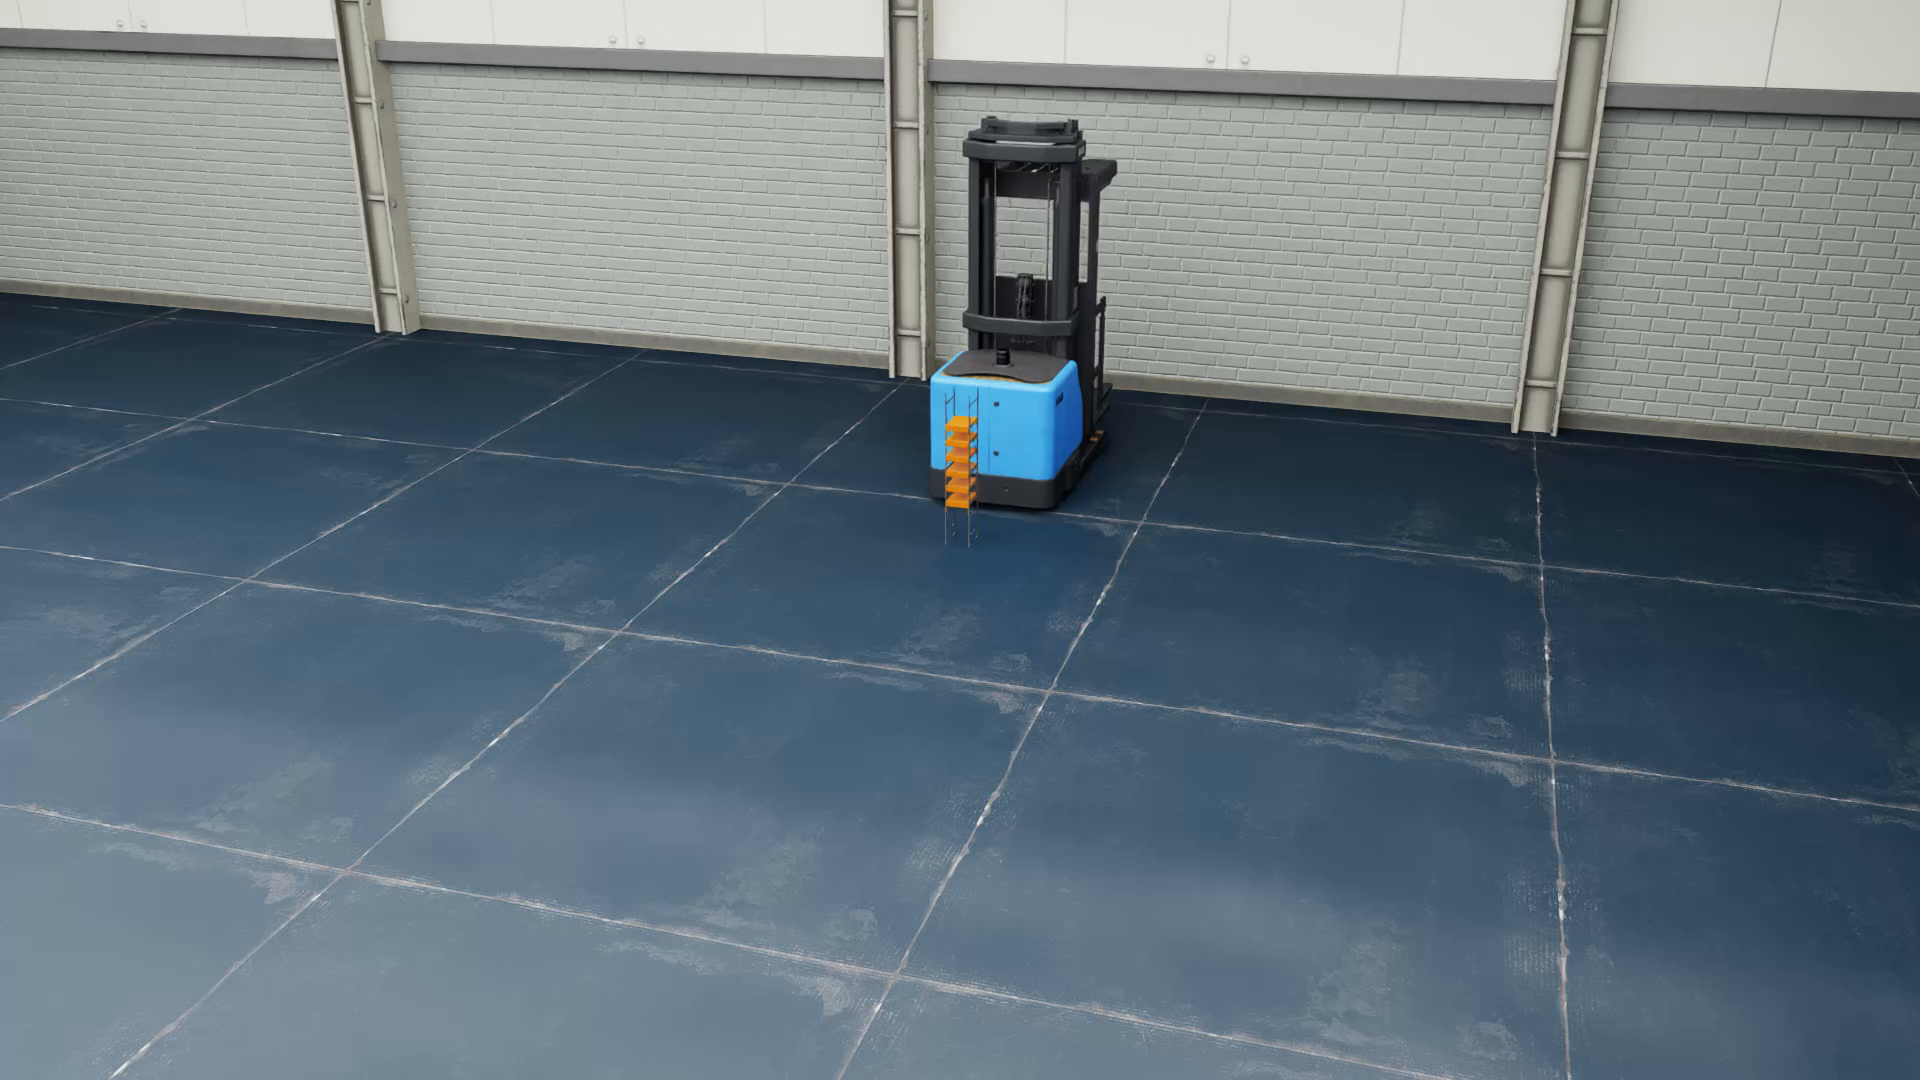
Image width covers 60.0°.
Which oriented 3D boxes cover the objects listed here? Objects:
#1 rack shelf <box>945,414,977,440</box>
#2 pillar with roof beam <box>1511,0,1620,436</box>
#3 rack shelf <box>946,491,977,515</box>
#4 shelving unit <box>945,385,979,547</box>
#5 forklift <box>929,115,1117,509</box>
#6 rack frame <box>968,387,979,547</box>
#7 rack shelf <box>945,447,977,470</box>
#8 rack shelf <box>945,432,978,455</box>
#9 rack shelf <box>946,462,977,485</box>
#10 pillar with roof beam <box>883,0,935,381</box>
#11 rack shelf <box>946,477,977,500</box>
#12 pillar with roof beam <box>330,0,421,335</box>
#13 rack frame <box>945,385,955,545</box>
[{"bbox_3d":[0.014,-0.845,12.419,0.180,0.103,0.258,7,23,16],"label":"rack shelf"},{"bbox_3d":[4.019,-3.615,9.726,0.400,9.000,9.100,7,23,16],"label":"pillar with roof beam"},{"bbox_3d":[0.014,-0.290,12.646,0.180,0.103,0.258,7,23,16],"label":"rack shelf"},{"bbox_3d":[0.014,-0.554,12.538,0.189,1.200,0.258,7,23,16],"label":"shelving unit"},{"bbox_3d":[0.676,-2.133,14.107,1.130,2.935,3.031,7,23,16],"label":"forklift"},{"bbox_3d":[0.101,-0.543,12.514,0.006,1.200,0.240,7,23,16],"label":"rack frame"},{"bbox_3d":[0.014,-0.623,12.510,0.180,0.103,0.258,7,23,16],"label":"rack shelf"},{"bbox_3d":[0.014,-0.734,12.464,0.180,0.103,0.258,7,23,16],"label":"rack shelf"},{"bbox_3d":[0.014,-0.512,12.555,0.180,0.103,0.258,7,23,16],"label":"rack shelf"},{"bbox_3d":[-1.726,-4.273,11.330,0.400,9.000,9.100,7,23,16],"label":"pillar with roof beam"},{"bbox_3d":[0.014,-0.401,12.601,0.180,0.103,0.258,7,23,16],"label":"rack shelf"},{"bbox_3d":[-7.470,-4.931,12.933,0.400,9.000,9.100,7,23,16],"label":"pillar with roof beam"},{"bbox_3d":[-0.074,-0.564,12.563,0.006,1.200,0.240,7,23,16],"label":"rack frame"}]
